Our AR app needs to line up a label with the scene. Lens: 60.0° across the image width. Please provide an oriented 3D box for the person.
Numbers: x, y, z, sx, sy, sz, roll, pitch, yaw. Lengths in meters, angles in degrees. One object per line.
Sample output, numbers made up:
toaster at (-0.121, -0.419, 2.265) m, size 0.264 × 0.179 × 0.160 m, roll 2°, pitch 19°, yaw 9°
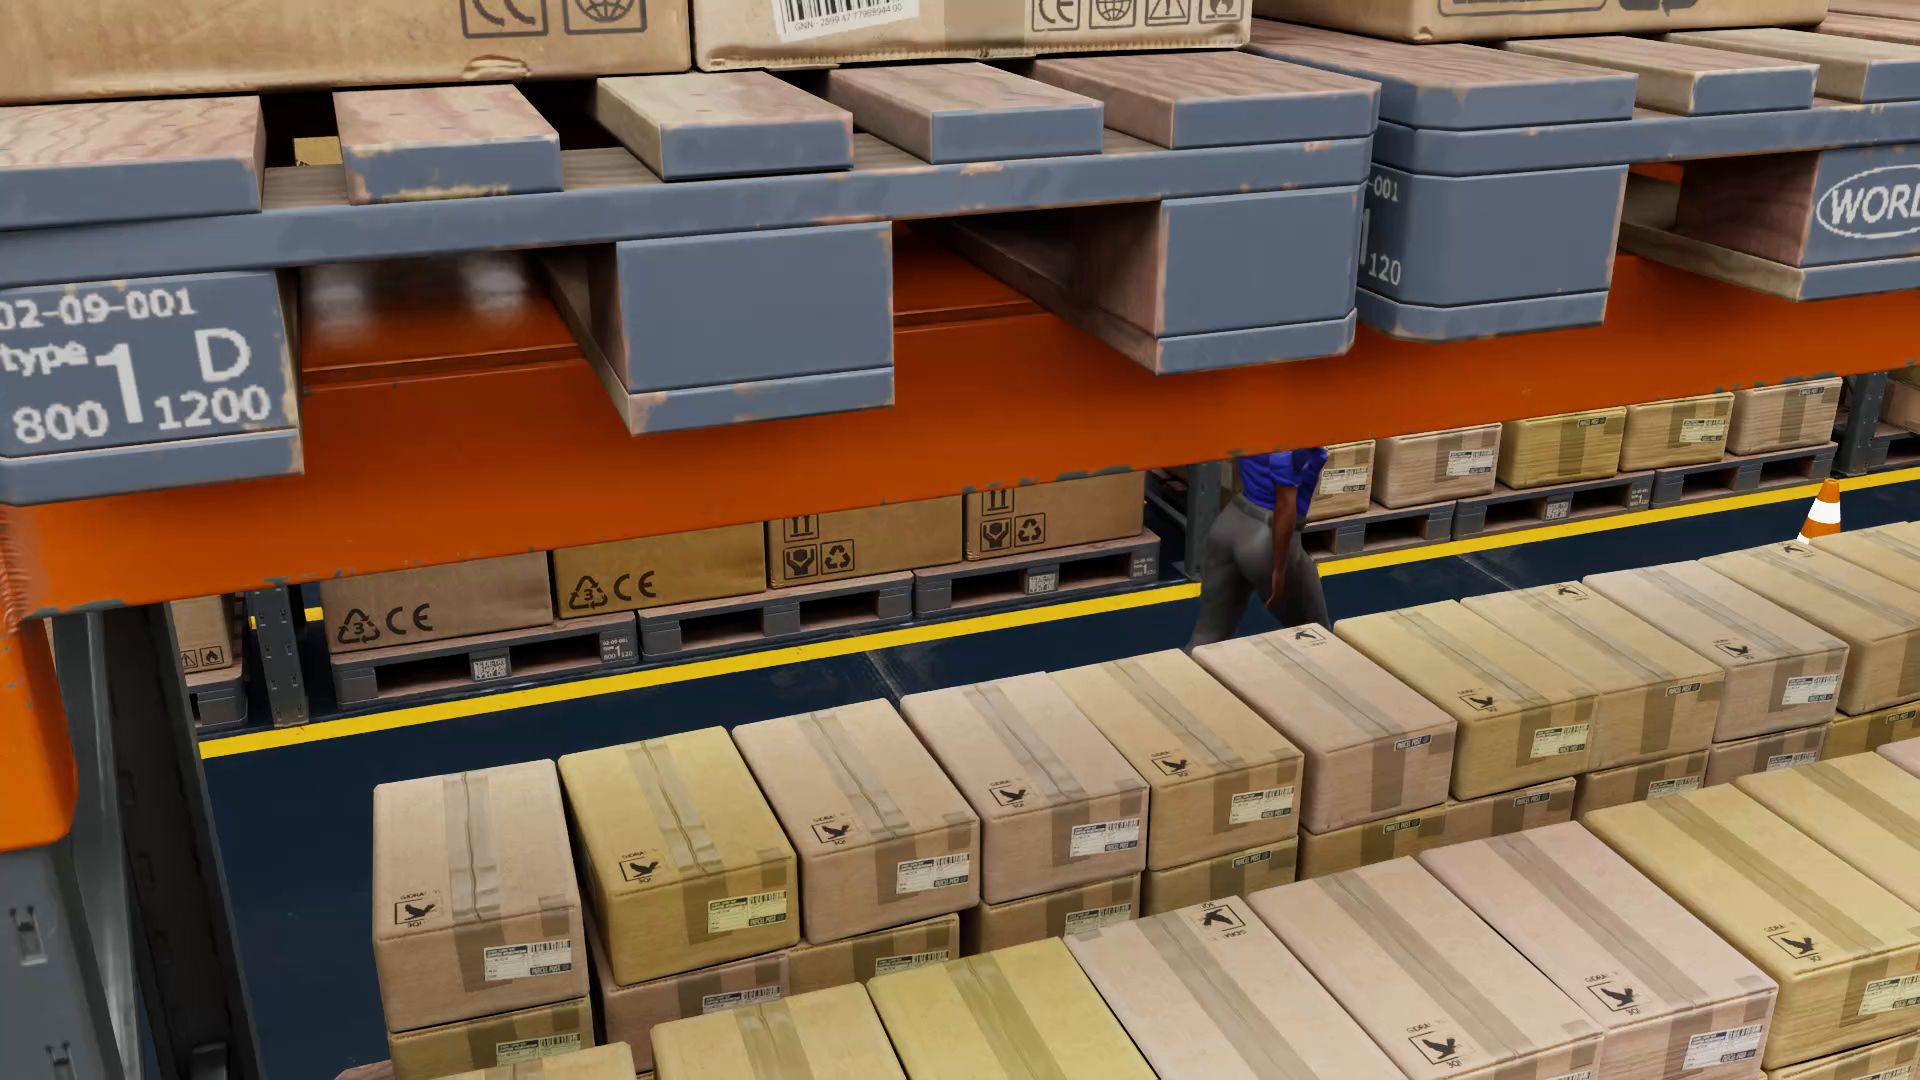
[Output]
person at (1.057, 0.072, 5.989) m, size 0.605 × 1.727 × 0.469 m, roll -10°, pitch 25°, yaw -22°
